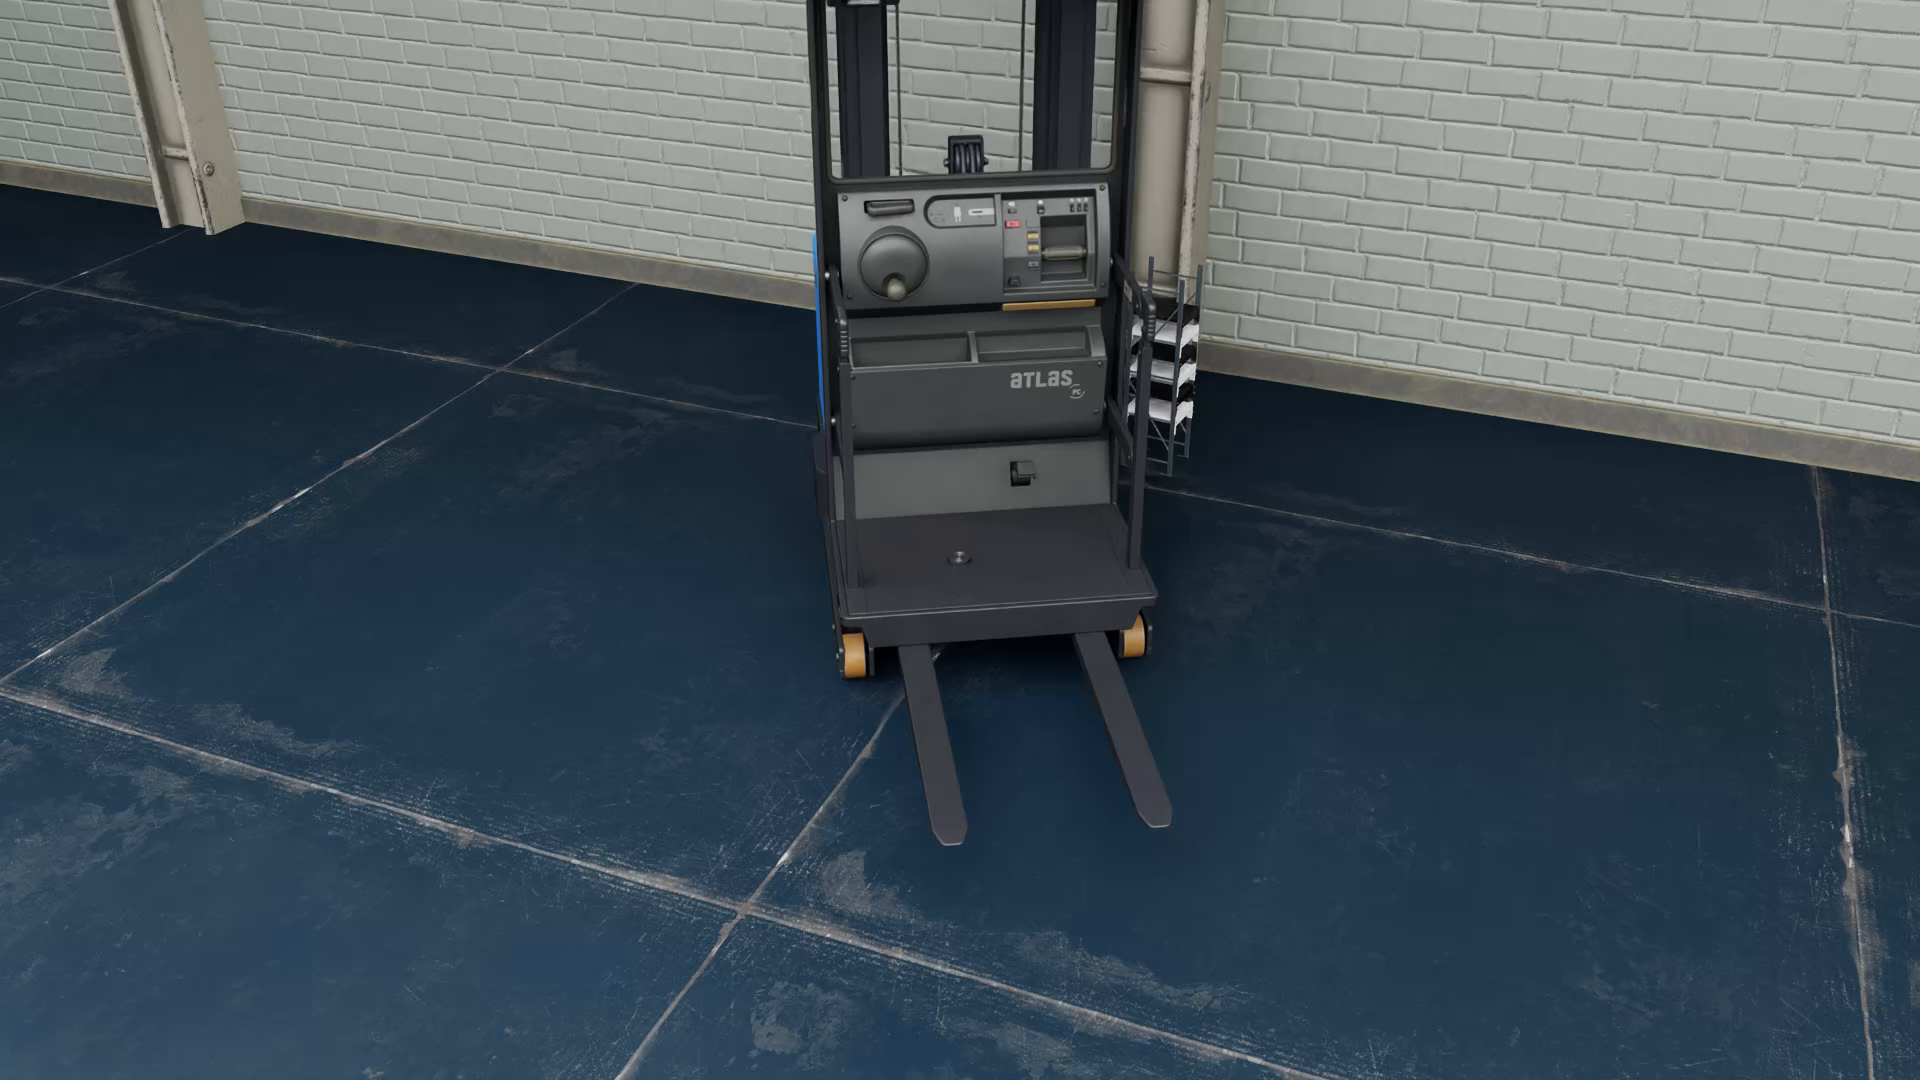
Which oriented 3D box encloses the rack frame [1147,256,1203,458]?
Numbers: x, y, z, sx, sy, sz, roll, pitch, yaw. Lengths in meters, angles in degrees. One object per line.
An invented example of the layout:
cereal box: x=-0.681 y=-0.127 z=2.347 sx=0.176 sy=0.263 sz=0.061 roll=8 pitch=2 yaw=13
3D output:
rack frame: x=0.909 y=-0.784 z=7.223 sx=0.240 sy=0.900 sz=0.006 roll=15 pitch=33 yaw=24

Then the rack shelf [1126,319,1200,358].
rack shelf: x=0.862 y=-0.868 z=7.073 sx=0.258 sy=0.077 sz=0.200 roll=15 pitch=33 yaw=24

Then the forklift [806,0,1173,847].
forklift: x=0.083 y=-0.968 z=5.485 sx=1.130 sy=2.935 sz=3.031 roll=-4 pitch=30 yaw=-7

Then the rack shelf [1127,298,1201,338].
rack shelf: x=0.862 y=-0.946 z=7.029 sx=0.258 sy=0.077 sz=0.200 roll=15 pitch=33 yaw=24

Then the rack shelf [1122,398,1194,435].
rack shelf: x=0.862 y=-0.555 z=7.250 sx=0.258 sy=0.077 sz=0.200 roll=15 pitch=33 yaw=24

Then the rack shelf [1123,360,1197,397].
rack shelf: x=0.862 y=-0.711 z=7.161 sx=0.258 sy=0.077 sz=0.200 roll=15 pitch=33 yaw=24

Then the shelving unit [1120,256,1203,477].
shelving unit: x=0.862 y=-0.740 z=7.145 sx=0.258 sy=0.900 sz=0.210 roll=15 pitch=33 yaw=24

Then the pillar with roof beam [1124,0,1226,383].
pillar with roof beam: x=-0.675 y=-2.783 z=2.528 sx=0.400 sy=9.000 sz=9.100 roll=11 pitch=31 yaw=19

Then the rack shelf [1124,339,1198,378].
rack shelf: x=0.862 y=-0.790 z=7.117 sx=0.258 sy=0.077 sz=0.200 roll=15 pitch=33 yaw=24

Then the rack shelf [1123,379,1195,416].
rack shelf: x=0.862 y=-0.633 z=7.206 sx=0.258 sy=0.077 sz=0.200 roll=15 pitch=33 yaw=24

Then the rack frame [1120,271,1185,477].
rack frame: x=0.814 y=-0.696 z=7.067 sx=0.240 sy=0.900 sz=0.006 roll=15 pitch=33 yaw=24

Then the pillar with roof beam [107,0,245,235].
pillar with roof beam: x=-6.235 y=-3.893 z=4.492 sx=0.400 sy=9.000 sz=9.100 roll=11 pitch=31 yaw=19
